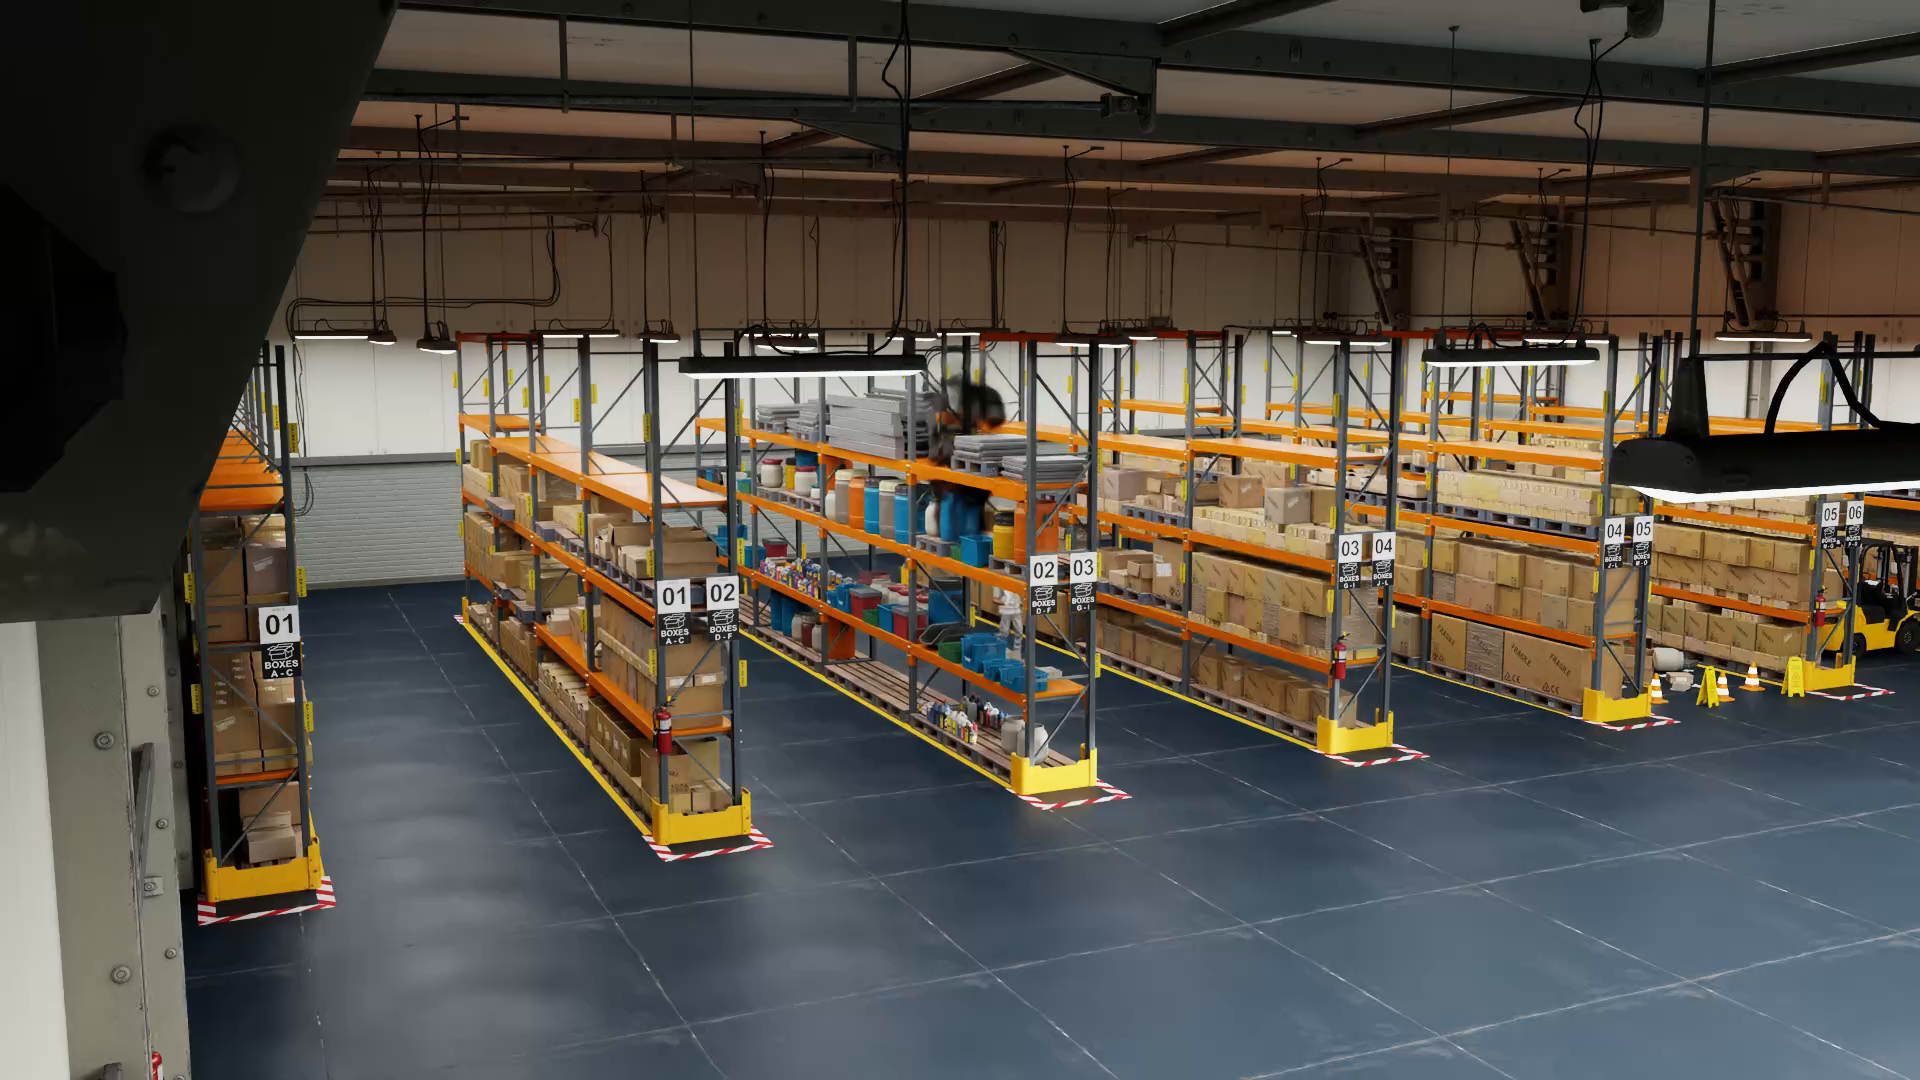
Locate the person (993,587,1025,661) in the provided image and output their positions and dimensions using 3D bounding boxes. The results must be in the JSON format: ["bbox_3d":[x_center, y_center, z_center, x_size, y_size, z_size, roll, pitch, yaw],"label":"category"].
[{"bbox_3d":[0.897,1.350,30.532,0.700,1.757,0.886,-6,9,-35],"label":"person"}]

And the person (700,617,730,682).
[{"bbox_3d":[-4.129,1.598,28.728,0.691,1.776,0.678,-5,9,-35],"label":"person"}]

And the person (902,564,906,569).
[{"bbox_3d":[-1.093,0.110,39.814,0.584,1.729,0.707,-1,8,-4],"label":"person"}]
